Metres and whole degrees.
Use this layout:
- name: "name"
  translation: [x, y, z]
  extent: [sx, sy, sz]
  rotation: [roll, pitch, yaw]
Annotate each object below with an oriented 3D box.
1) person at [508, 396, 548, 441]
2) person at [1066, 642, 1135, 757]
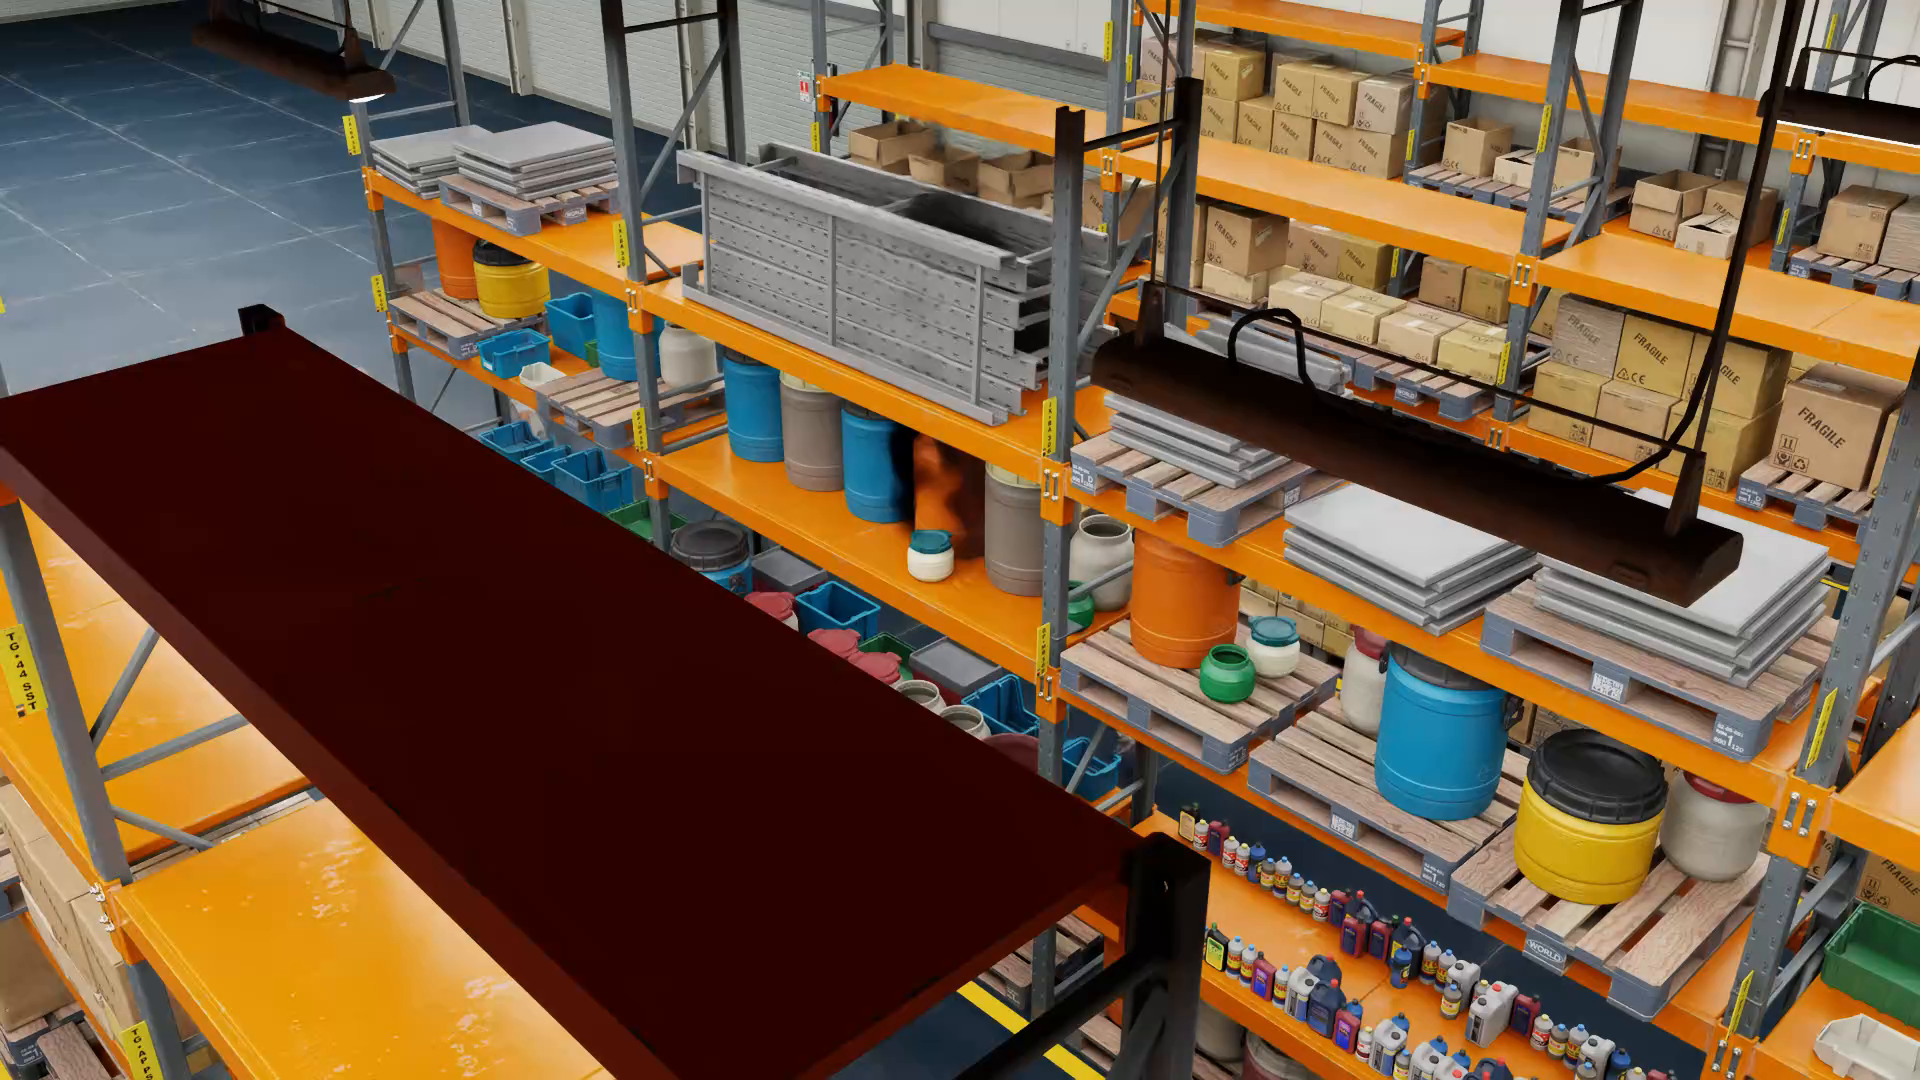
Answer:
- name: "person"
  translation: [-4.470, -1.080, 17.106]
  extent: [0.912, 1.666, 0.643]
  rotation: [8, 29, 14]
- name: "person"
  translation: [1.005, 1.036, 13.165]
  extent: [0.892, 1.669, 0.600]
  rotation: [20, 34, 32]
